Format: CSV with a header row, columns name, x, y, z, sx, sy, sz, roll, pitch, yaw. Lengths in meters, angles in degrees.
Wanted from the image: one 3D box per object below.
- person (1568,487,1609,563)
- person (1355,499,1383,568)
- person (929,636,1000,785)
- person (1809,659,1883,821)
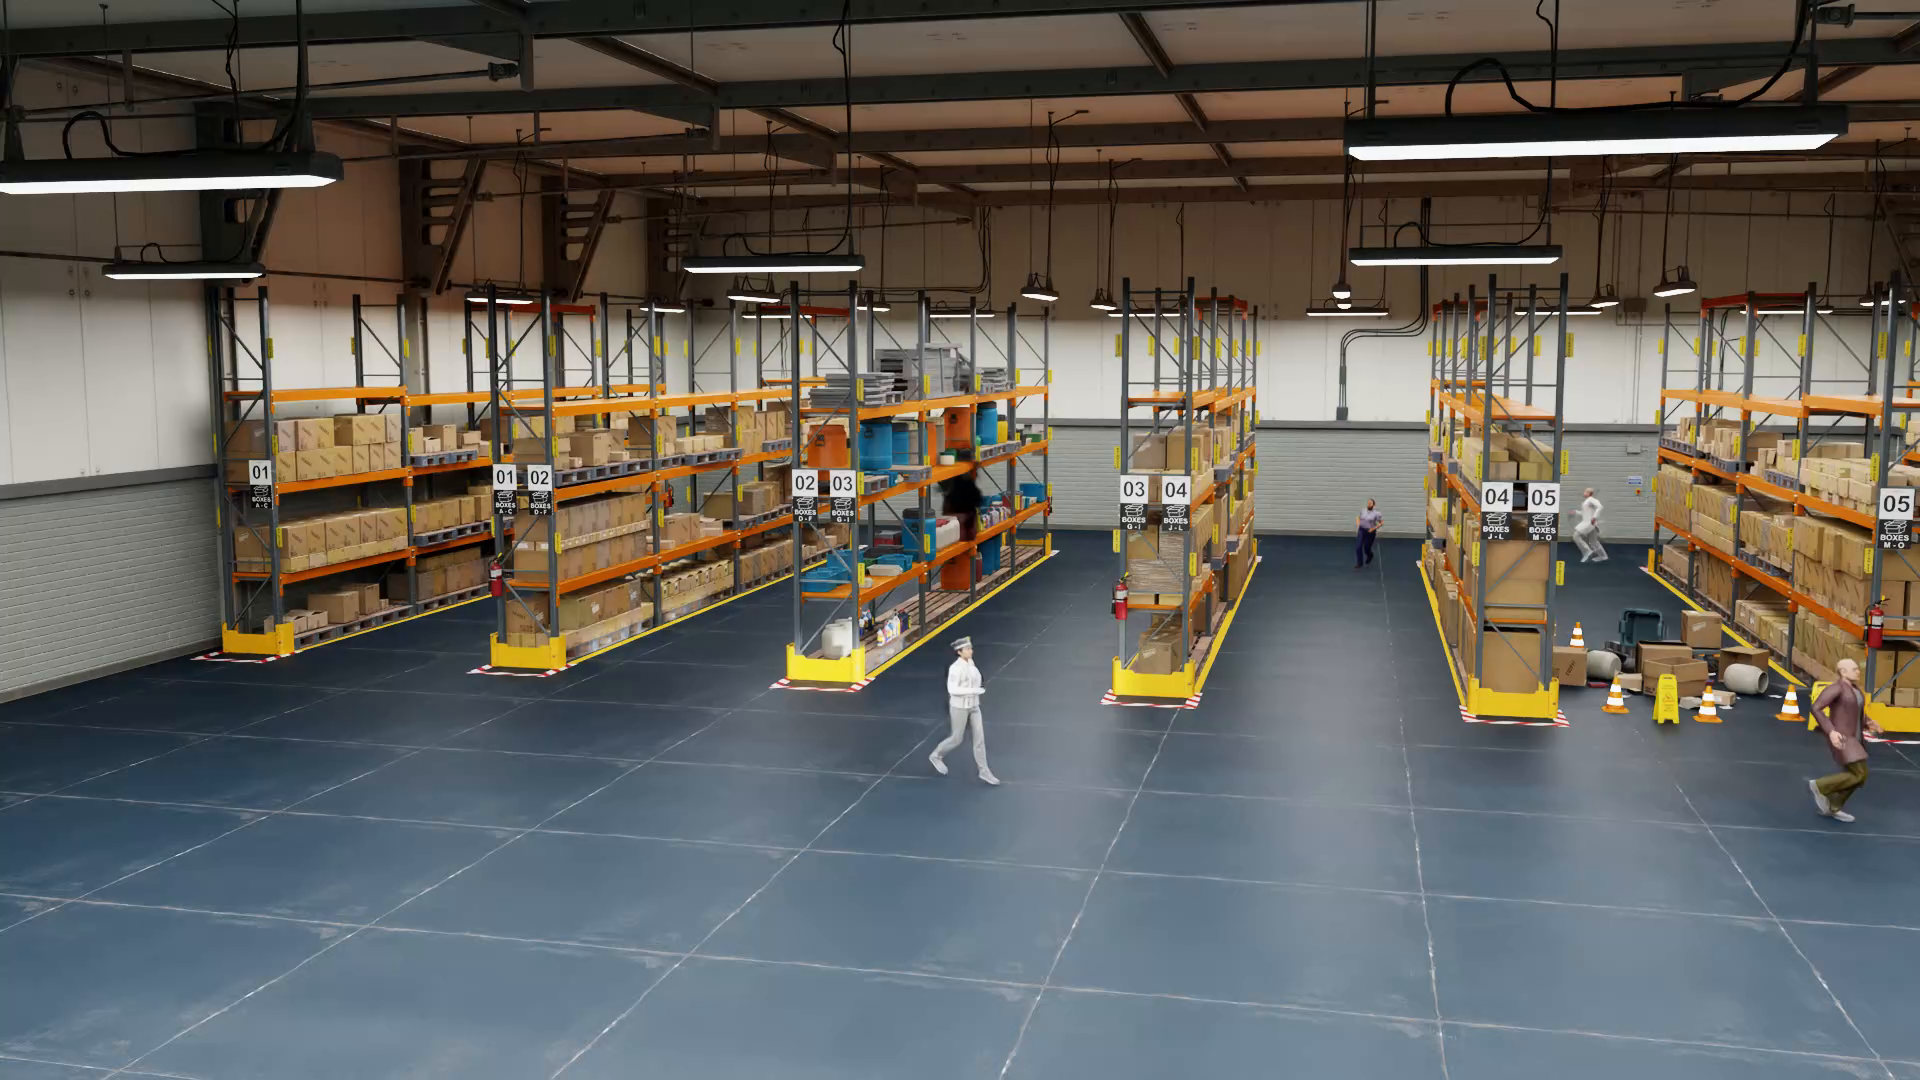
name,x,y,z,sx,sy,sz,roll,pitch,yaw
person,14.693,-0.340,38.845,0.928,1.767,0.733,2,7,20
person,9.387,-0.152,38.146,0.645,1.596,0.625,5,8,37
person,0.048,1.943,19.179,0.919,1.702,0.612,5,8,35
person,9.409,2.126,17.616,0.695,1.737,0.629,-5,8,-39
